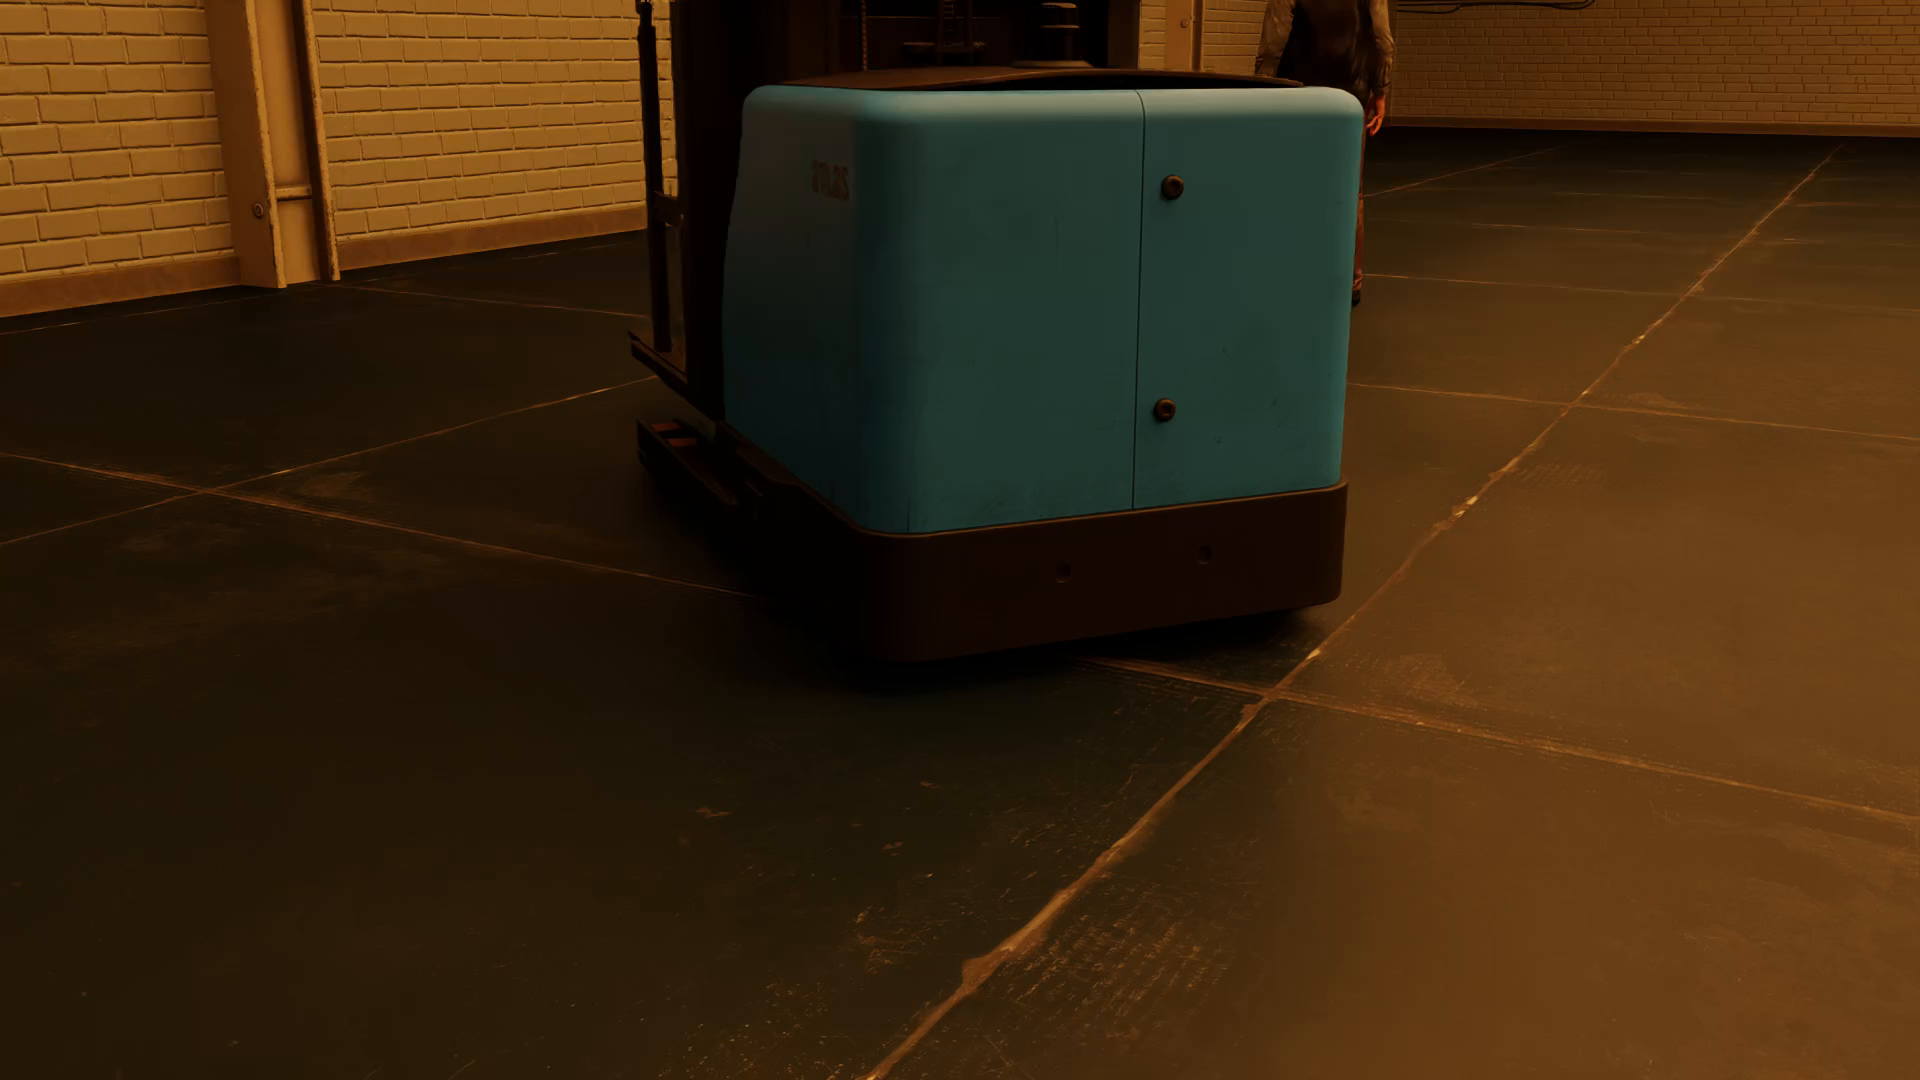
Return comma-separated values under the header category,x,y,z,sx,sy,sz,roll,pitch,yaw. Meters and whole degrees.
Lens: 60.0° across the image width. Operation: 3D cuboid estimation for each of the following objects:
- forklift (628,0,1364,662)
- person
category,x,y,z,sx,sy,sz,roll,pitch,yaw
forklift,-0.246,-1.556,4.136,1.130,2.935,3.031,-7,18,-21
person,1.611,-1.928,7.516,0.632,1.719,0.570,-1,16,-2
